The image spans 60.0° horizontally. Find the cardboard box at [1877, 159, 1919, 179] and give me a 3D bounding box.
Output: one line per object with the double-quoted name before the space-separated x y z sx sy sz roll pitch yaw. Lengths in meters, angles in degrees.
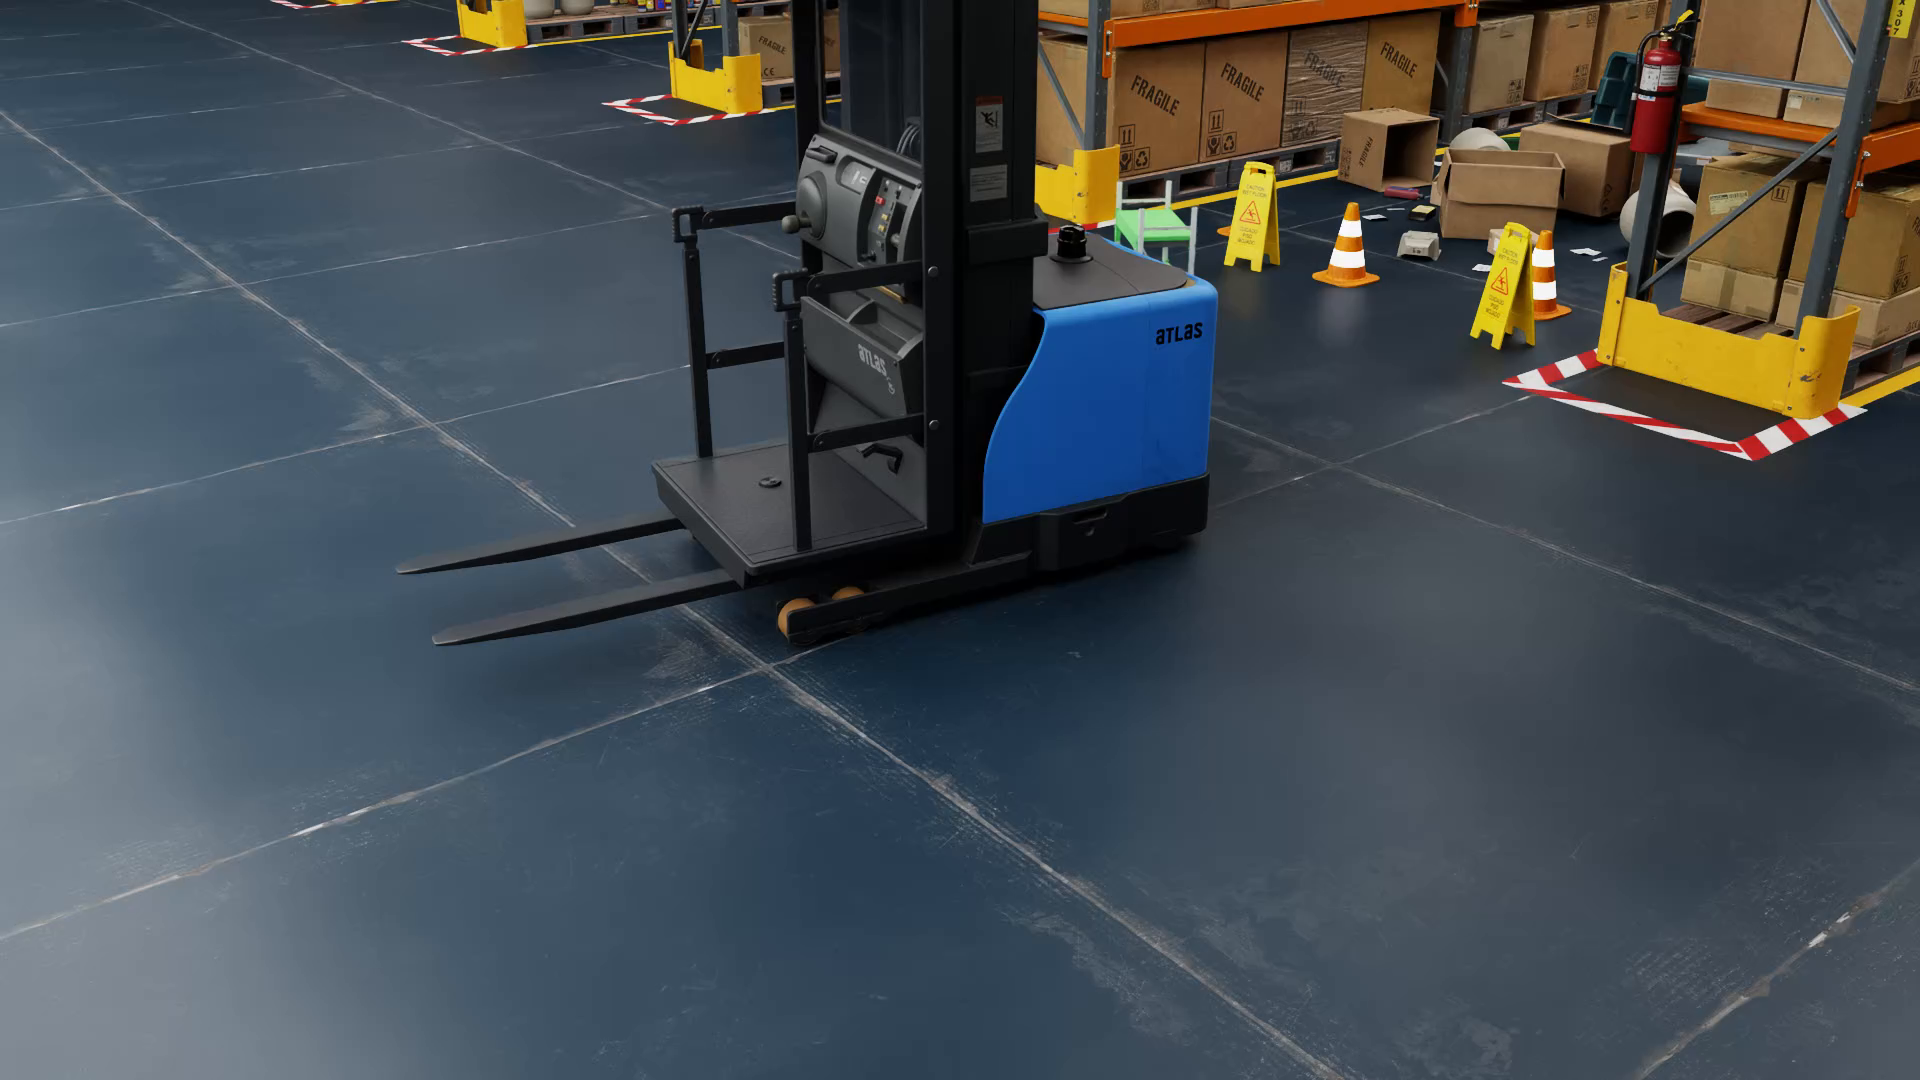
"cardboard box" 5.011 -1.692 8.709 0.500 0.500 0.500 -20 31 -36

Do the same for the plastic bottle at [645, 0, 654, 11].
"plastic bottle" -3.693 -6.396 19.769 0.097 0.201 0.097 0 25 0

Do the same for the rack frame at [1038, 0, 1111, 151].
"rack frame" 0.644 -3.761 11.290 0.127 3.000 1.000 -18 31 -34

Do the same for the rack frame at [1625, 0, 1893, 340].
"rack frame" 3.778 -2.147 7.813 0.127 3.000 1.000 -18 31 -34

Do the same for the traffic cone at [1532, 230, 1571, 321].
"traffic cone" 3.320 -1.535 9.509 0.334 0.463 0.336 -18 31 -34

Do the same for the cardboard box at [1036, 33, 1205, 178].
"cardboard box" 1.137 -3.185 12.075 0.875 0.875 0.875 -18 30 -34

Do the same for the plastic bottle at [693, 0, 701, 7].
"plastic bottle" -3.186 -6.563 20.129 0.097 0.201 0.097 0 25 0

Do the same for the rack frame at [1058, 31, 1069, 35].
"rack frame" 0.811 -6.469 17.126 0.127 3.000 1.000 -18 31 -34

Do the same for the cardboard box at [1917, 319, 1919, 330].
"cardboard box" 4.990 -1.338 8.838 0.500 0.250 0.500 -17 30 -32

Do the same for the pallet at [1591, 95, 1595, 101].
"pallet" 6.272 -4.394 15.967 1.213 0.211 1.003 -18 31 -34

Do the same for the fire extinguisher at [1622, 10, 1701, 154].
"fire extinguisher" 3.404 -2.235 8.094 0.183 0.674 0.296 -18 31 -34

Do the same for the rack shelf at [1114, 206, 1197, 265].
"rack shelf" 0.832 -1.299 7.134 0.258 0.148 0.480 -2 25 -5

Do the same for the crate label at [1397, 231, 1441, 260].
"crate label" 2.948 -1.892 10.664 0.250 0.136 0.298 10 27 20

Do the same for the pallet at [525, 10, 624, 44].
"pallet" -4.720 -6.050 19.536 1.213 0.211 1.003 -18 31 -34

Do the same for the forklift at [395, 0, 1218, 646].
"forklift" -0.550 -1.206 5.867 3.031 2.935 1.130 -13 28 -25

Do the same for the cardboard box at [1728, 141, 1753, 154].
"cardboard box" 5.804 -2.978 11.673 0.500 0.500 0.500 -18 31 -34

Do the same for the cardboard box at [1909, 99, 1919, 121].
"cardboard box" 4.622 -2.165 8.150 0.250 0.149 0.380 -19 31 -36

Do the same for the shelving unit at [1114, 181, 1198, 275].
"shelving unit" 0.832 -0.921 7.310 0.258 1.200 0.503 -2 25 -5

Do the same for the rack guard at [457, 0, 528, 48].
"rack guard" -5.363 -5.972 19.025 0.348 0.500 1.175 -18 31 -34

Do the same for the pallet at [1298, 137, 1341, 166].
"pallet" 3.145 -3.363 13.746 1.213 0.211 1.003 -18 31 -34

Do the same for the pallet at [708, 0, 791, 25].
"pallet" -2.800 -6.684 20.902 1.213 0.211 1.003 -18 31 -34

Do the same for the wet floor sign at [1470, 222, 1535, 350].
"wet floor sign" 2.968 -1.384 8.966 0.232 0.644 0.267 -8 26 -16

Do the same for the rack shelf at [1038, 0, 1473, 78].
"rack shelf" 2.218 -3.954 12.561 4.000 0.370 1.077 -18 31 -34

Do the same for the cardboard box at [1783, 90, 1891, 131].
"cardboard box" 4.173 -2.053 7.908 0.250 0.149 0.380 -18 30 -34

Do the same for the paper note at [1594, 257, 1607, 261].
"paper note" 4.079 -1.789 10.593 0.123 0.001 0.032 -18 31 -34

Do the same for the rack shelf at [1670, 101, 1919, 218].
"rack shelf" 5.352 -2.340 9.084 4.000 0.370 1.077 -18 31 -34

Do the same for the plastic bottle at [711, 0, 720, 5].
"plastic bottle" -2.980 -6.711 20.272 0.185 0.351 0.144 -18 31 -34

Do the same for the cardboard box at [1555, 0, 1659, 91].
"cardboard box" 5.719 -4.652 15.384 0.750 0.750 1.050 -18 30 -33

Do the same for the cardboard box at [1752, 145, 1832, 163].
"cardboard box" 4.495 -2.137 8.897 0.250 0.149 0.380 -17 30 -33

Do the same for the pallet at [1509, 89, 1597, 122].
"pallet" 5.313 -4.079 15.288 1.213 0.211 1.003 -18 31 -34

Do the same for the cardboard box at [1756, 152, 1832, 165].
"cardboard box" 4.656 -1.862 9.075 0.500 0.500 0.500 -17 30 -32

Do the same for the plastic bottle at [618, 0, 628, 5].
"plastic bottle" -4.138 -6.697 20.321 0.133 0.283 0.061 -17 30 -33

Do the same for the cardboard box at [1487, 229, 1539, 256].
"cardboard box" 3.562 -1.863 10.588 0.250 0.149 0.380 -3 25 -7

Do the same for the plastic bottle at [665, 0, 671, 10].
"plastic bottle" -3.505 -6.490 19.888 0.097 0.271 0.097 0 25 0

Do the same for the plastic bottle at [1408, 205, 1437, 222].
"plastic bottle" 3.236 -2.288 11.606 0.133 0.061 0.283 15 29 29

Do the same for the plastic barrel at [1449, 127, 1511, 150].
"plastic barrel" 3.846 -2.828 12.341 0.421 0.421 0.512 1 25 2

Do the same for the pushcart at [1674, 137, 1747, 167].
"pushcart" 5.479 -2.739 12.203 1.648 0.377 0.936 15 29 29

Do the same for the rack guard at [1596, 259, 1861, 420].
"rack guard" 3.838 -1.033 8.382 0.348 0.500 1.175 -18 31 -34

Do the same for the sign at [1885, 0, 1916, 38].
"sign" 4.113 -2.360 7.244 0.005 0.325 0.100 -18 31 -34

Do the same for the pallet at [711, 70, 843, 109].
"pallet" -1.616 -4.384 15.946 1.213 0.211 1.003 -18 31 -34

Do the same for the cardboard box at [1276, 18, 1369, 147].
"cardboard box" 2.547 -3.651 13.078 0.875 0.875 0.875 -18 30 -34

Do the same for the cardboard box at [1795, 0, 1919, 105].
"cardboard box" 4.322 -2.359 7.797 0.500 0.500 0.500 -19 31 -35

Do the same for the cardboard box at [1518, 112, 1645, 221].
"cardboard box" 4.329 -2.617 11.630 0.503 0.637 0.797 -18 31 -34

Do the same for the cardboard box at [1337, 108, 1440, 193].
"cardboard box" 3.203 -2.924 12.453 0.500 0.500 0.500 -13 28 -25

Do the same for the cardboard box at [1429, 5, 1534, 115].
"cardboard box" 4.225 -4.161 14.326 0.750 0.750 1.050 -18 31 -34

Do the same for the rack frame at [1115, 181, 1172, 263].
"rack frame" 0.807 -1.023 7.530 0.240 1.200 0.015 -2 25 -5

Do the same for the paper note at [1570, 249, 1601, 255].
"paper note" 4.055 -1.871 10.759 0.142 0.019 0.148 -8 26 -16

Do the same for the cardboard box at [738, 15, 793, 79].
"cardboard box" -1.835 -4.643 15.662 0.500 0.500 0.500 -12 28 -25

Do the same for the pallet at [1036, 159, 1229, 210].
"pallet" 1.225 -2.729 12.380 1.213 0.211 1.003 -18 31 -34

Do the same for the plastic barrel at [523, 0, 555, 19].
"plastic barrel" -4.923 -6.329 19.280 0.421 0.512 0.421 0 25 0

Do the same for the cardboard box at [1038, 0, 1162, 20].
"cardboard box" 0.908 -3.940 11.498 0.550 0.550 0.875 -18 31 -34

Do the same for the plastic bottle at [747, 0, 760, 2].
"plastic bottle" -2.575 -6.845 20.560 0.185 0.351 0.144 -19 31 -35

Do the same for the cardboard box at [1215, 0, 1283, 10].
"cardboard box" 1.846 -4.194 12.046 0.550 0.550 0.875 -18 31 -34

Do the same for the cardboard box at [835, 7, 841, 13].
"cardboard box" -0.882 -4.966 16.358 0.500 0.500 0.500 -15 29 -29

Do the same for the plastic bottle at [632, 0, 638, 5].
"plastic bottle" -3.937 -6.682 20.288 0.133 0.283 0.061 -18 31 -34
